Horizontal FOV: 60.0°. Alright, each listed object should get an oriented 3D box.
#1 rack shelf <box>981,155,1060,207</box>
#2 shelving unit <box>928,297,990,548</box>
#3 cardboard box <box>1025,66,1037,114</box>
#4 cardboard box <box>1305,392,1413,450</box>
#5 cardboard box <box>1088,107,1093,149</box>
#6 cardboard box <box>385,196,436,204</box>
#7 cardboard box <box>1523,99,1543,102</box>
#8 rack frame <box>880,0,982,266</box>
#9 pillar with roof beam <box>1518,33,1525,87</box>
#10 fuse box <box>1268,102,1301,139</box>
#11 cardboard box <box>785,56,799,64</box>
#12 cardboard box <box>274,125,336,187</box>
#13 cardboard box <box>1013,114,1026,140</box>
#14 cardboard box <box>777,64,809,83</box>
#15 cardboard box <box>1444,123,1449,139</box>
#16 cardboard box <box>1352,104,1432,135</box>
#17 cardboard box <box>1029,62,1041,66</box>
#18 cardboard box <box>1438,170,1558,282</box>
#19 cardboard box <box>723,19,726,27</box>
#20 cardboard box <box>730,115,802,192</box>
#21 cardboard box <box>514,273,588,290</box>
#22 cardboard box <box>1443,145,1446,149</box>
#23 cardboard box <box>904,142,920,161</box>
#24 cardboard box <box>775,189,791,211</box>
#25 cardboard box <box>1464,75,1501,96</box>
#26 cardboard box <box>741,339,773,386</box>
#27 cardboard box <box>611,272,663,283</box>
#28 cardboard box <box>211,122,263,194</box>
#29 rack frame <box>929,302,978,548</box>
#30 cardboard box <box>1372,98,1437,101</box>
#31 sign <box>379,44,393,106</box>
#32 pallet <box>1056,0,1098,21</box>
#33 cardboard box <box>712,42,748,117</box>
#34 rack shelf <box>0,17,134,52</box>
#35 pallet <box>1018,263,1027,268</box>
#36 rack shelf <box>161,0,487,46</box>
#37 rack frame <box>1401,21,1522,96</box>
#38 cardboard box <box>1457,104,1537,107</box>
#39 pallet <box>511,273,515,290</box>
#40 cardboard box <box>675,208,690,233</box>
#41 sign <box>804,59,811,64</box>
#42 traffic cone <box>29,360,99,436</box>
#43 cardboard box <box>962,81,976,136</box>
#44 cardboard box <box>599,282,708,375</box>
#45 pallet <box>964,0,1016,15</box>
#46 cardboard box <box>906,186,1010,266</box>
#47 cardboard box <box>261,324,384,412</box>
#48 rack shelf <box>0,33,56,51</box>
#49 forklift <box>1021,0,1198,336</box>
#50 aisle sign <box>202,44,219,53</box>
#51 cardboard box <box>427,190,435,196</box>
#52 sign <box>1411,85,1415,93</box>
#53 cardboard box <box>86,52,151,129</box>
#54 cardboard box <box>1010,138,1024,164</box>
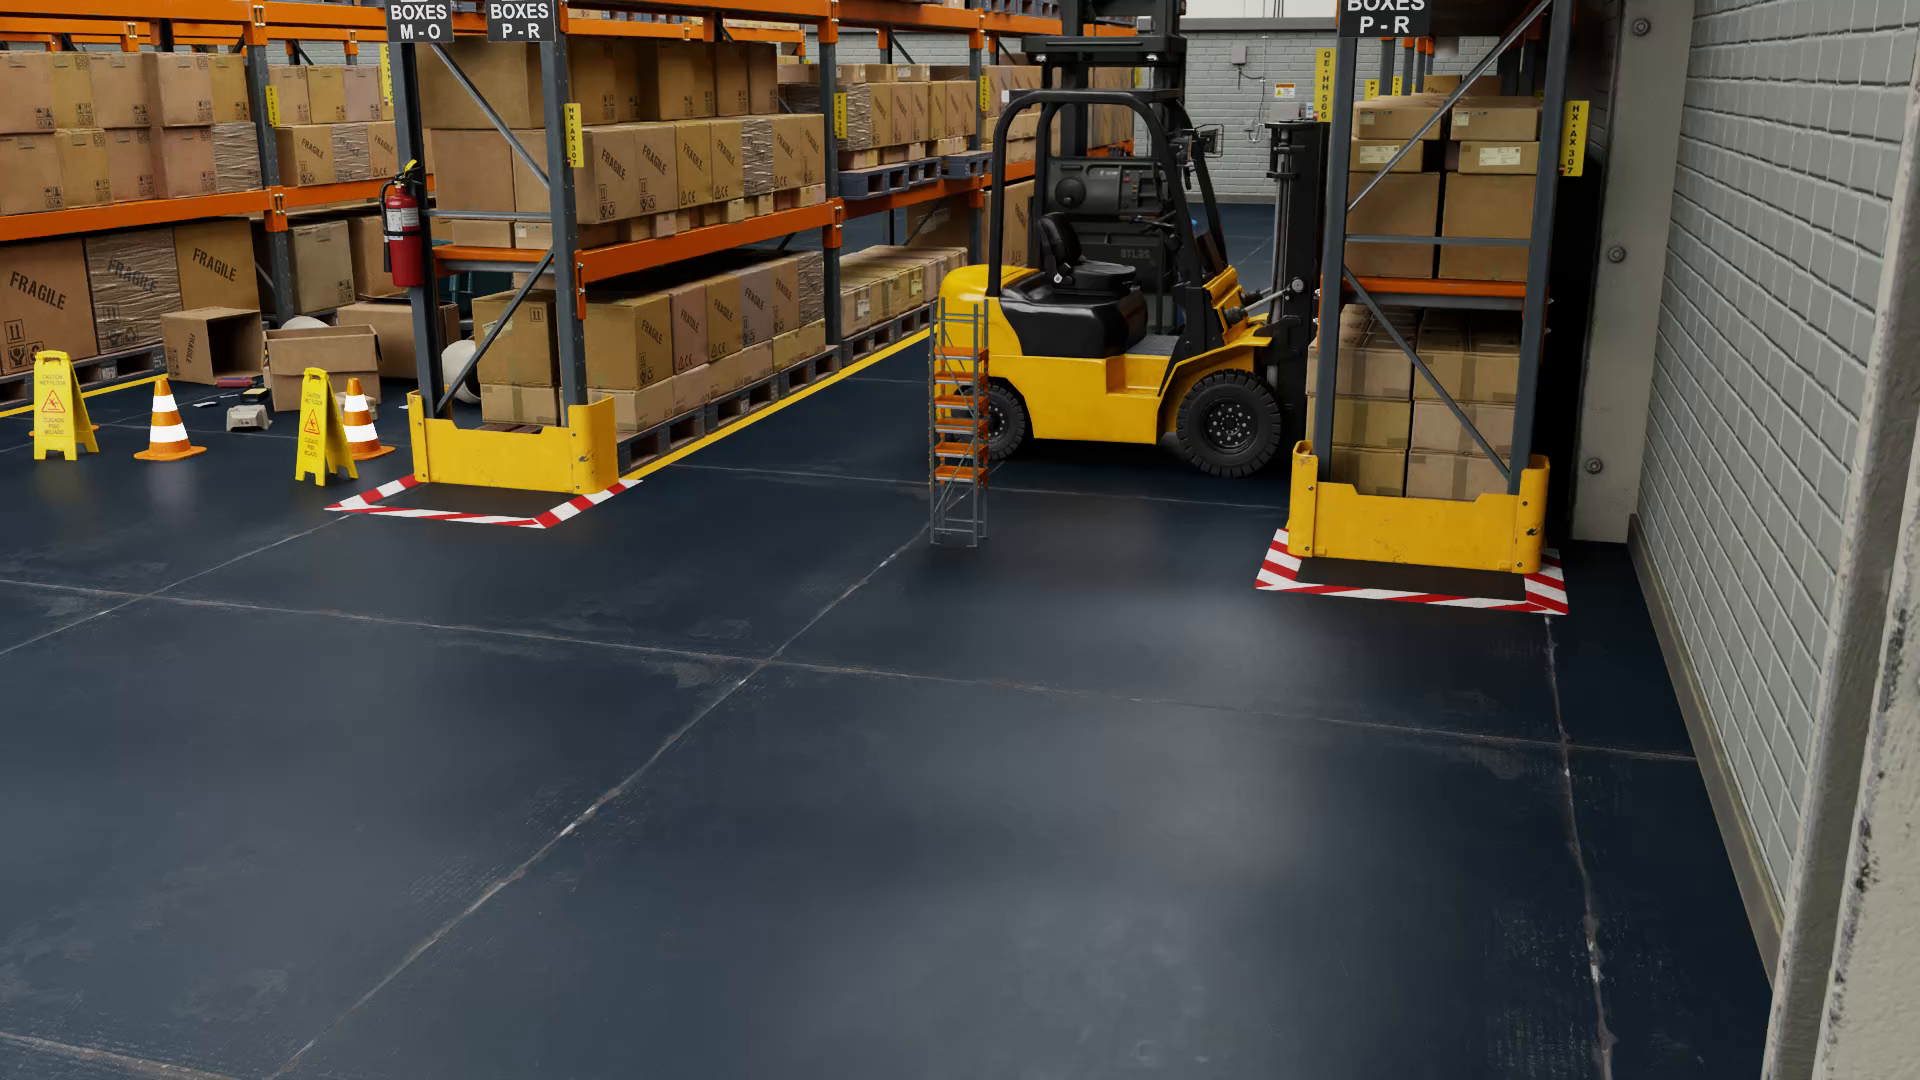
[{"bbox_3d":[0.282,-4.031,18.361,1.077,0.370,4.000,5,16,16],"label":"rack shelf"},{"bbox_3d":[-0.004,-0.573,8.152,0.258,1.200,0.189,5,16,16],"label":"shelving unit"},{"bbox_3d":[0.528,-4.889,18.054,0.500,0.500,0.500,5,17,17],"label":"cardboard box"},{"bbox_3d":[2.039,-0.648,8.470,0.500,0.250,0.500,4,16,15],"label":"cardboard box"},{"bbox_3d":[1.381,-5.182,20.919,0.500,0.500,0.500,5,17,16],"label":"cardboard box"},{"bbox_3d":[-5.321,-3.178,17.391,1.050,0.750,0.750,4,16,15],"label":"cardboard box"},{"bbox_3d":[3.258,-2.550,9.906,0.380,0.149,0.250,4,16,15],"label":"cardboard box"},{"bbox_3d":[-0.287,-3.854,16.418,1.000,3.000,0.127,5,16,16],"label":"rack frame"},{"bbox_3d":[4.250,-9.418,25.043,9.100,9.000,0.400,5,16,16],"label":"pillar with roof beam"},{"bbox_3d":[5.540,-6.603,28.472,0.539,1.711,0.414,5,16,16],"label":"fuse box"},{"bbox_3d":[-2.679,-6.837,24.377,0.500,0.500,0.500,4,16,15],"label":"cardboard box"},{"bbox_3d":[-5.790,-3.329,14.387,0.500,0.500,0.500,5,17,16],"label":"cardboard box"},{"bbox_3d":[0.396,-4.400,17.703,0.500,0.250,0.500,5,16,16],"label":"cardboard box"},{"bbox_3d":[-1.325,-3.832,13.656,0.380,0.149,0.250,4,16,14],"label":"cardboard box"},{"bbox_3d":[3.221,-2.890,11.649,0.380,0.149,0.250,5,17,18],"label":"cardboard box"},{"bbox_3d":[2.189,-2.127,8.416,0.380,0.149,0.250,5,17,17],"label":"cardboard box"},{"bbox_3d":[0.812,-5.907,20.454,0.380,0.149,0.250,5,17,17],"label":"cardboard box"},{"bbox_3d":[2.607,-1.533,8.053,0.500,0.500,0.500,5,17,18],"label":"cardboard box"},{"bbox_3d":[-3.406,-6.861,21.799,0.500,0.250,0.500,4,16,15],"label":"cardboard box"},{"bbox_3d":[-1.451,-2.728,11.720,0.500,0.500,0.500,5,17,18],"label":"cardboard box"},{"bbox_3d":[-2.542,-1.644,10.334,0.380,0.149,0.250,5,17,17],"label":"cardboard box"},{"bbox_3d":[2.828,-2.238,10.539,0.500,0.500,0.500,5,17,17],"label":"cardboard box"},{"bbox_3d":[-0.566,-3.347,14.324,0.380,0.149,0.250,5,17,18],"label":"cardboard box"},{"bbox_3d":[-1.436,-2.450,11.932,0.380,0.149,0.250,5,17,16],"label":"cardboard box"},{"bbox_3d":[6.289,-5.317,19.933,0.500,0.500,0.500,4,16,14],"label":"cardboard box"},{"bbox_3d":[-1.624,-1.238,11.466,0.500,0.250,0.500,5,17,17],"label":"cardboard box"},{"bbox_3d":[-2.287,-1.499,11.011,0.500,0.500,0.500,4,16,15],"label":"cardboard box"},{"bbox_3d":[-6.291,-3.139,13.625,0.875,0.550,0.550,5,16,16],"label":"cardboard box"},{"bbox_3d":[-0.030,-0.550,8.068,0.240,1.200,0.006,5,16,16],"label":"rack frame"},{"bbox_3d":[2.691,-2.594,10.060,0.380,0.149,0.250,4,16,15],"label":"cardboard box"},{"bbox_3d":[-3.086,-2.518,9.008,0.100,0.325,0.005,5,16,16],"label":"sign"},{"bbox_3d":[1.093,-6.514,20.463,1.003,0.211,1.213,5,16,16],"label":"pallet"},{"bbox_3d":[-1.922,-3.249,11.727,0.700,0.500,0.500,5,17,16],"label":"cardboard box"},{"bbox_3d":[-10.356,-5.196,16.972,1.077,0.370,4.000,5,16,16],"label":"rack shelf"},{"bbox_3d":[0.358,-3.031,18.627,1.003,0.211,1.213,5,16,16],"label":"pallet"},{"bbox_3d":[-5.630,-4.785,15.523,1.077,0.370,4.000,5,16,16],"label":"rack shelf"},{"bbox_3d":[4.474,-3.470,15.065,1.000,3.000,0.127,5,16,16],"label":"rack frame"},{"bbox_3d":[2.669,-2.087,8.274,0.380,0.149,0.250,5,17,17],"label":"cardboard box"},{"bbox_3d":[-5.358,-2.669,17.352,1.003,0.211,1.213,5,16,16],"label":"pallet"},{"bbox_3d":[-1.896,-1.976,10.259,0.380,0.149,0.250,5,17,17],"label":"cardboard box"},{"bbox_3d":[-2.261,-6.965,24.686,0.100,0.325,0.005,5,16,16],"label":"sign"},{"bbox_3d":[-5.822,-0.926,10.747,0.336,0.463,0.334,5,16,16],"label":"traffic cone"},{"bbox_3d":[-0.149,-4.106,15.812,0.500,0.500,0.500,4,16,14],"label":"cardboard box"},{"bbox_3d":[-1.915,-1.334,10.429,0.500,0.500,0.500,4,16,14],"label":"cardboard box"},{"bbox_3d":[-0.154,-5.378,16.643,1.213,0.211,1.003,5,17,18],"label":"pallet"},{"bbox_3d":[-0.011,-3.208,17.265,0.875,0.875,0.875,4,16,15],"label":"cardboard box"},{"bbox_3d":[-4.488,-1.215,11.692,0.797,0.503,0.637,-7,17,-23],"label":"cardboard box"},{"bbox_3d":[-13.968,-6.626,22.016,1.077,0.370,4.000,5,16,16],"label":"rack shelf"},{"bbox_3d":[1.079,-2.698,12.469,1.130,2.935,3.031,5,16,16],"label":"forklift"},{"bbox_3d":[-12.528,-8.392,27.654,0.394,0.787,0.004,5,16,16],"label":"aisle sign"},{"bbox_3d":[-8.131,-5.250,24.467,0.875,0.875,0.875,5,16,16],"label":"cardboard box"},{"bbox_3d":[5.088,-4.973,18.778,0.100,0.325,0.005,5,16,16],"label":"sign"},{"bbox_3d":[-6.666,-3.379,12.491,0.875,0.550,0.550,5,16,16],"label":"cardboard box"},{"bbox_3d":[0.377,-4.162,17.782,0.500,0.250,0.500,5,17,18],"label":"cardboard box"}]
